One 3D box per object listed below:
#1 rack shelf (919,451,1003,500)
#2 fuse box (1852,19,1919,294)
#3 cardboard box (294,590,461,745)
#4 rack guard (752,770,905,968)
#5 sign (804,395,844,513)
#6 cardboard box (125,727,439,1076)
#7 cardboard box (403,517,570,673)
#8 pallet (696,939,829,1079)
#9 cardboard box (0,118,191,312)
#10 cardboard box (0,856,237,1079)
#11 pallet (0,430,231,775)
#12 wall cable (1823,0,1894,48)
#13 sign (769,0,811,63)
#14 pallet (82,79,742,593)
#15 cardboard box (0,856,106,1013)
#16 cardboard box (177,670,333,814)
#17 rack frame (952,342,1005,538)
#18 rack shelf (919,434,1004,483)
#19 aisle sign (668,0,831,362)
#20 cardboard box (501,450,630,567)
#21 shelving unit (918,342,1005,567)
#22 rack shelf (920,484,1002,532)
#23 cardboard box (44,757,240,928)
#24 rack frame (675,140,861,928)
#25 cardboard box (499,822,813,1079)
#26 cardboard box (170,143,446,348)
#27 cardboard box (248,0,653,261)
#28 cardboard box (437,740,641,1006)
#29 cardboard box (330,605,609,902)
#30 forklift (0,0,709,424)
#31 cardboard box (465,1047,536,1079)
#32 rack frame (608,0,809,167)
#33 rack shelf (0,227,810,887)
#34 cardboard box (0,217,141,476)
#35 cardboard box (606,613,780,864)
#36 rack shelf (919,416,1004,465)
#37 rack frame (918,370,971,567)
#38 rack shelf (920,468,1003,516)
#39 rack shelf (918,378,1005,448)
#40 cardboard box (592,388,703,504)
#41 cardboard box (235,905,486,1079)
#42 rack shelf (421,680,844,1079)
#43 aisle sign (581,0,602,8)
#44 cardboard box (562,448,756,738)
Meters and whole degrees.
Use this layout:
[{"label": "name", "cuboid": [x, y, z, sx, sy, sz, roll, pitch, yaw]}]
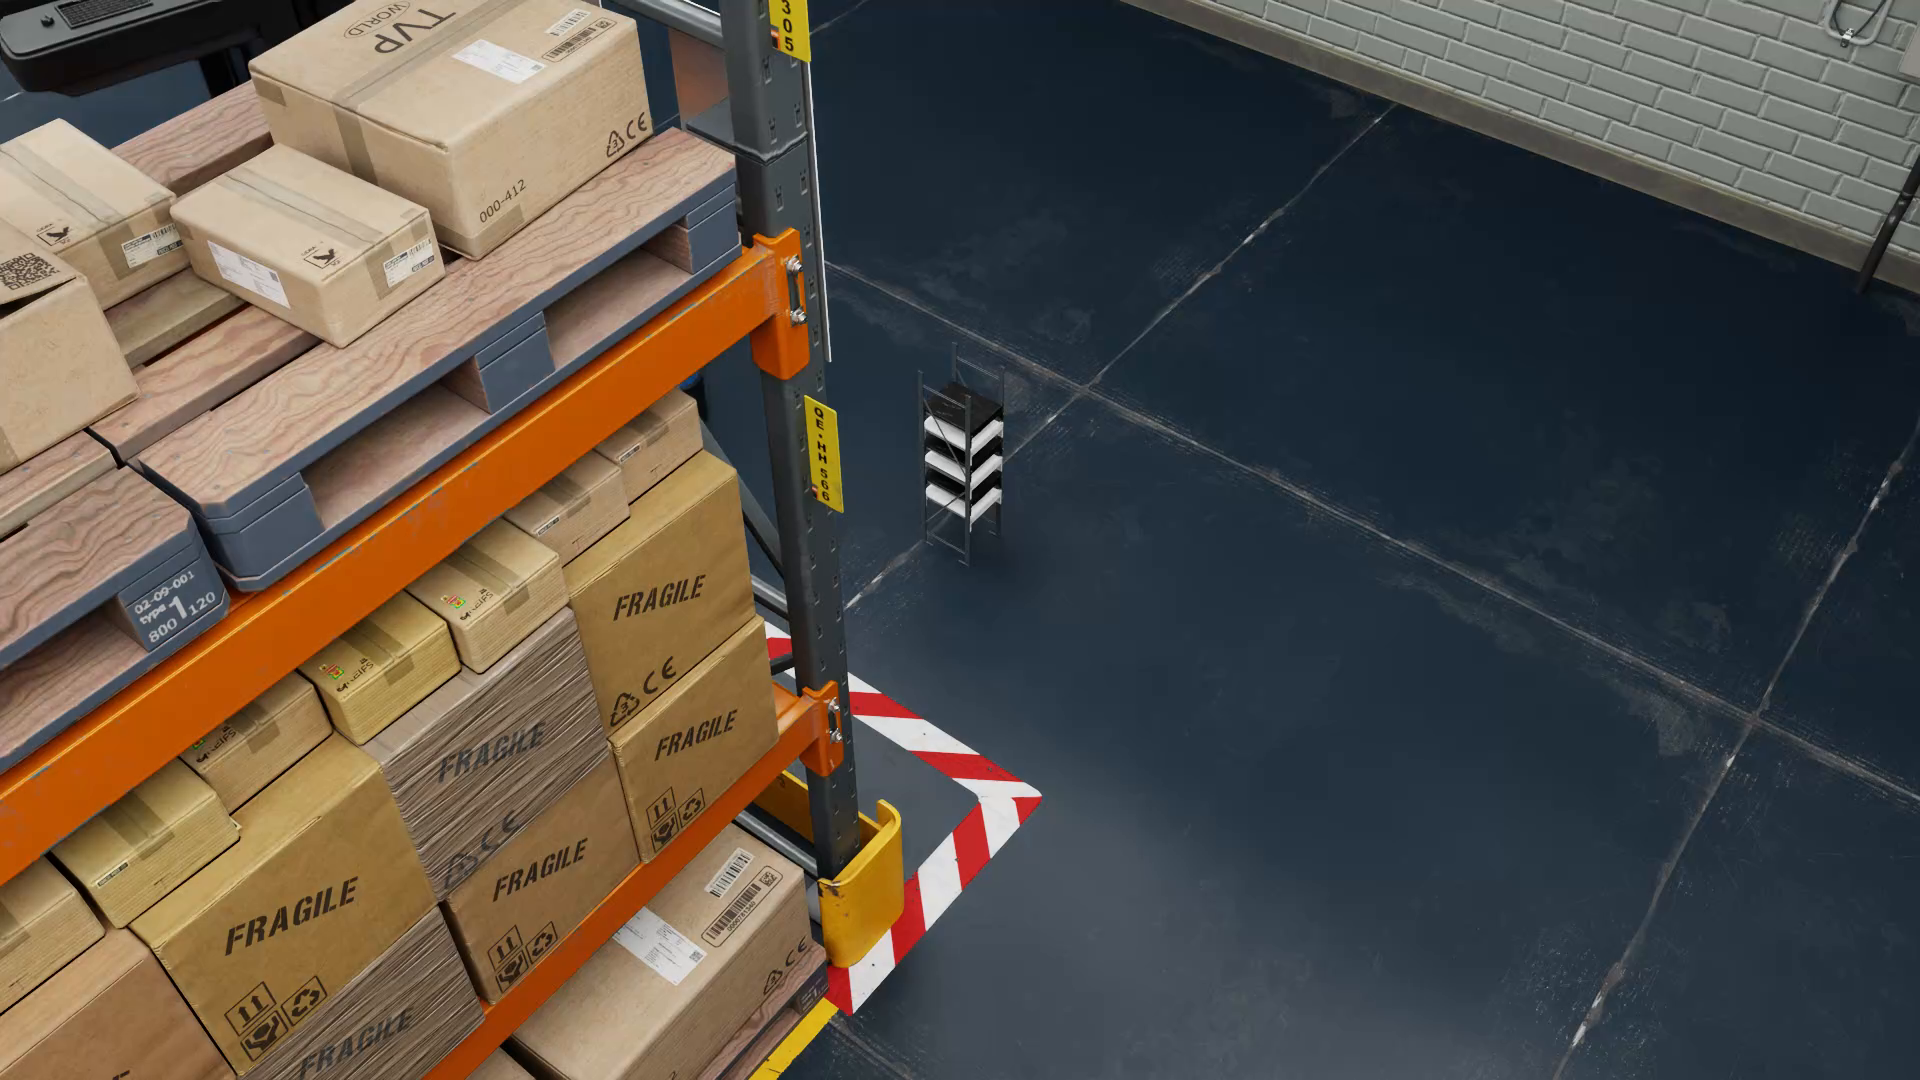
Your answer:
[{"label": "rack shelf", "cuboid": [0.005, -0.292, 6.453, 0.258, 0.077, 0.200, 29, 53, 25]}, {"label": "fuse box", "cuboid": [4.260, -1.744, 7.233, 0.539, 1.711, 0.414, 29, 53, 25]}, {"label": "cardboard box", "cuboid": [-1.217, 0.192, 3.283, 0.380, 0.149, 0.250, 30, 53, 26]}, {"label": "rack guard", "cuboid": [-0.727, 0.885, 5.559, 1.175, 0.500, 0.348, 29, 53, 25]}, {"label": "sign", "cuboid": [-0.321, -0.199, 3.901, 0.100, 0.325, 0.005, 29, 53, 25]}, {"label": "cardboard box", "cuboid": [-1.449, 0.630, 3.313, 0.500, 0.500, 0.500, 29, 53, 25]}, {"label": "cardboard box", "cuboid": [-1.030, 0.066, 3.403, 0.380, 0.149, 0.250, 29, 53, 25]}, {"label": "pallet", "cuboid": [-1.169, 1.491, 5.180, 1.003, 0.211, 1.213, 29, 53, 25]}, {"label": "cardboard box", "cuboid": [-1.589, -0.573, 2.962, 0.380, 0.149, 0.250, 31, 54, 26]}, {"label": "cardboard box", "cuboid": [-1.758, 0.917, 3.039, 0.500, 0.500, 0.500, 29, 53, 25]}, {"label": "pallet", "cuboid": [-1.933, 0.160, 2.510, 1.003, 0.211, 1.213, 29, 53, 25]}, {"label": "wall cable", "cuboid": [3.817, -2.932, 6.774, 0.588, 1.984, 0.122, 29, 53, 25]}, {"label": "sign", "cuboid": [-0.321, -1.031, 3.029, 0.100, 0.325, 0.005, 29, 53, 25]}, {"label": "pallet", "cuboid": [-1.187, -0.541, 3.179, 1.003, 0.211, 1.213, 29, 53, 25]}, {"label": "cardboard box", "cuboid": [-1.715, 0.621, 2.873, 0.380, 0.149, 0.250, 31, 54, 26]}, {"label": "cardboard box", "cuboid": [-1.433, 0.310, 3.170, 0.380, 0.149, 0.250, 29, 53, 25]}, {"label": "rack frame", "cuboid": [0.067, -0.374, 6.485, 0.240, 0.900, 0.006, 29, 53, 25]}, {"label": "rack shelf", "cuboid": [0.005, -0.355, 6.388, 0.258, 0.077, 0.200, 29, 53, 25]}, {"label": "aisle sign", "cuboid": [-0.452, -0.767, 3.610, 0.394, 0.787, 0.004, 29, 53, 25]}, {"label": "cardboard box", "cuboid": [-0.939, -0.119, 3.580, 0.380, 0.149, 0.250, 30, 53, 26]}, {"label": "shelving unit", "cuboid": [0.005, -0.315, 6.429, 0.258, 0.900, 0.210, 29, 53, 25]}, {"label": "rack shelf", "cuboid": [0.005, -0.168, 6.583, 0.258, 0.077, 0.200, 29, 53, 25]}, {"label": "cardboard box", "cuboid": [-1.539, 0.480, 3.008, 0.380, 0.149, 0.250, 30, 53, 26]}, {"label": "rack frame", "cuboid": [-0.742, 0.035, 4.642, 1.000, 3.000, 0.127, 29, 53, 25]}, {"label": "cardboard box", "cuboid": [-1.066, 1.197, 5.013, 0.875, 0.438, 0.875, 27, 52, 24]}, {"label": "cardboard box", "cuboid": [-1.139, -0.521, 2.913, 0.380, 0.149, 0.250, 25, 51, 22]}, {"label": "cardboard box", "cuboid": [-0.946, -0.831, 3.139, 0.500, 0.250, 0.500, 25, 51, 22]}, {"label": "cardboard box", "cuboid": [-1.146, 0.674, 3.962, 0.500, 0.500, 0.500, 28, 52, 24]}, {"label": "cardboard box", "cuboid": [-1.144, 0.349, 3.582, 0.500, 0.500, 0.500, 29, 53, 25]}, {"label": "forklift", "cuboid": [-2.560, -1.114, 5.787, 3.031, 2.935, 1.130, -29, 53, -25]}, {"label": "cardboard box", "cuboid": [-1.619, 1.725, 4.510, 0.875, 0.438, 0.875, 31, 54, 26]}, {"label": "rack frame", "cuboid": [-0.742, -2.037, 2.473, 1.000, 3.000, 0.127, 29, 53, 25]}, {"label": "rack shelf", "cuboid": [-1.965, 0.392, 2.724, 1.077, 0.370, 4.000, 29, 53, 25]}, {"label": "cardboard box", "cuboid": [-1.696, -0.315, 2.604, 0.500, 0.311, 0.500, 30, 53, 26]}, {"label": "cardboard box", "cuboid": [-0.827, 0.394, 4.230, 0.500, 0.500, 0.500, 29, 53, 25]}, {"label": "rack shelf", "cuboid": [0.005, -0.417, 6.323, 0.258, 0.077, 0.200, 29, 53, 25]}, {"label": "rack frame", "cuboid": [-0.057, -0.257, 6.373, 0.240, 0.900, 0.006, 29, 53, 25]}, {"label": "rack shelf", "cuboid": [0.005, -0.230, 6.518, 0.258, 0.077, 0.200, 29, 53, 25]}, {"label": "rack shelf", "cuboid": [0.005, -0.479, 6.258, 0.258, 0.077, 0.200, 29, 53, 25]}, {"label": "cardboard box", "cuboid": [-0.803, -0.275, 3.729, 0.380, 0.149, 0.250, 30, 53, 25]}, {"label": "cardboard box", "cuboid": [-1.453, 0.973, 3.677, 0.500, 0.500, 0.500, 31, 54, 26]}, {"label": "rack shelf", "cuboid": [-1.965, 1.428, 3.809, 1.077, 0.370, 4.000, 29, 53, 25]}, {"label": "aisle sign", "cuboid": [-0.927, -1.032, 3.864, 0.394, 0.787, 0.004, 29, 53, 25]}, {"label": "cardboard box", "cuboid": [-0.848, 0.036, 3.880, 0.500, 0.500, 0.500, 31, 54, 26]}]
